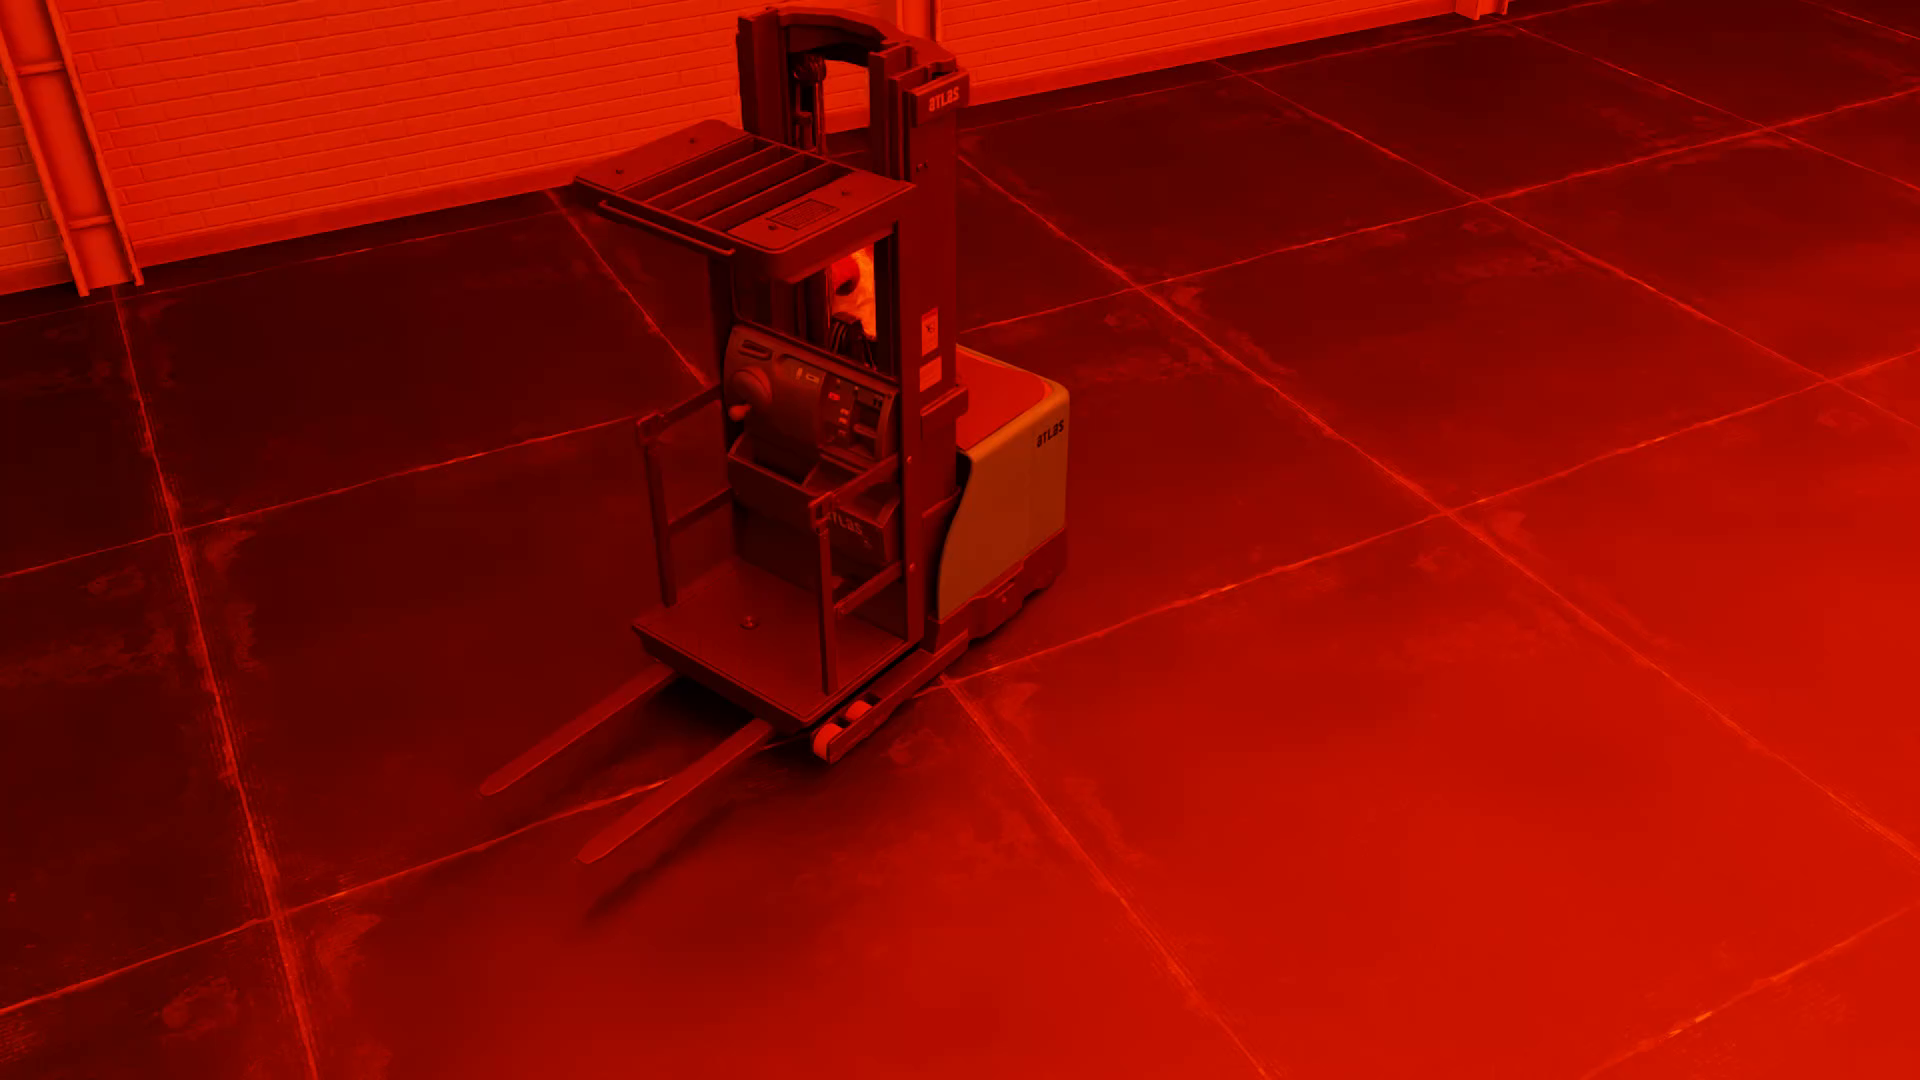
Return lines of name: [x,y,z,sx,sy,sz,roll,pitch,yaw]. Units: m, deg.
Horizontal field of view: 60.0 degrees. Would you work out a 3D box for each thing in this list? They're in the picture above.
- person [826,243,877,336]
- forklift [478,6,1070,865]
person: [-0.295,-1.040,8.720,0.781,1.649,1.086,21,40,27]
forklift: [-0.777,-0.550,6.902,1.130,2.935,3.031,25,42,31]
